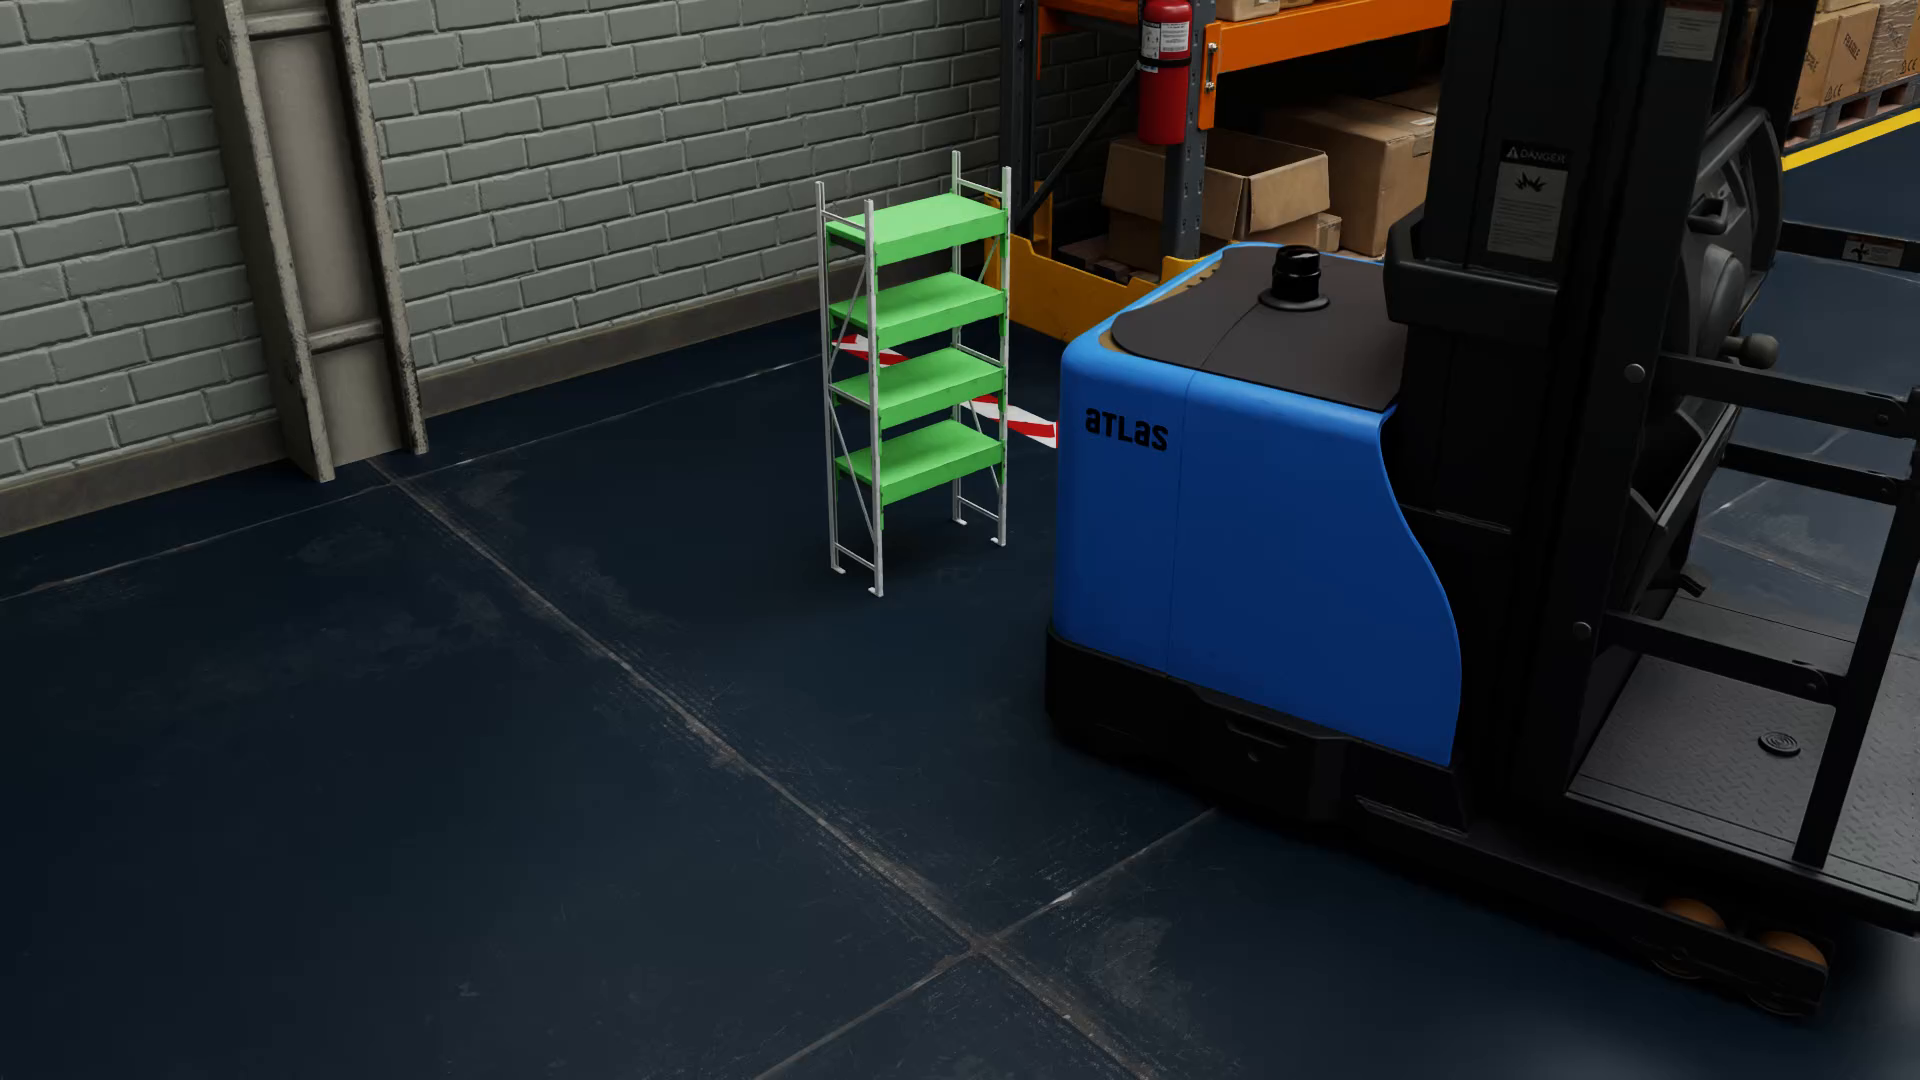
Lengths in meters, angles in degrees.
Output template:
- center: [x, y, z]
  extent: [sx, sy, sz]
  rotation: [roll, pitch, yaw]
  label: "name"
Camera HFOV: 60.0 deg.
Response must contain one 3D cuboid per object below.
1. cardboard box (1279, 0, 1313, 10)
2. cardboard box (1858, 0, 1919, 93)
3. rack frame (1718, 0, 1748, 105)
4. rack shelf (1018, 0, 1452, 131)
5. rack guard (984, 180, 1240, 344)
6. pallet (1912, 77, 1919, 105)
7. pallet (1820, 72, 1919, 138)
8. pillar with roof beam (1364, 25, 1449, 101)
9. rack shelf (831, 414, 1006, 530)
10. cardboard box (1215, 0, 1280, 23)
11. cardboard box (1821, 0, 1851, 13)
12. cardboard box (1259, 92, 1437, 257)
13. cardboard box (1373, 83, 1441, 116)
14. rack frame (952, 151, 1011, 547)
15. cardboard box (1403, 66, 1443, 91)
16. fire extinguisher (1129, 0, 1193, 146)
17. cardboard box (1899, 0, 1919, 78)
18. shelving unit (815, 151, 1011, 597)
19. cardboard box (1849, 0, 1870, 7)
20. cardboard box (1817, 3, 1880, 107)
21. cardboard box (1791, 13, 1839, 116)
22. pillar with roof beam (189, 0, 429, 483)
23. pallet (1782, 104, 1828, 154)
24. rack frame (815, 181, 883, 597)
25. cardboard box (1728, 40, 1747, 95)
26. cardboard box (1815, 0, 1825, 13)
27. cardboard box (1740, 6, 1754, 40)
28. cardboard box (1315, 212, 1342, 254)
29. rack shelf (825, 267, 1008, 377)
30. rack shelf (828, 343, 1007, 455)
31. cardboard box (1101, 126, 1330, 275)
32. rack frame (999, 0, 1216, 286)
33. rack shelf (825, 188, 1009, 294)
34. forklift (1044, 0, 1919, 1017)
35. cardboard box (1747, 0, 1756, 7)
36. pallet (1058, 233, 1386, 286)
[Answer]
- center: [1.118, -2.117, 6.295]
  extent: [0.250, 0.149, 0.380]
  rotation: [-21, 35, -34]
  label: "cardboard box"
- center: [5.264, -2.979, 9.848]
  extent: [0.500, 0.500, 0.500]
  rotation: [-23, 36, -37]
  label: "cardboard box"
- center: [3.570, -3.355, 8.345]
  extent: [0.127, 3.000, 1.000]
  rotation: [-22, 35, -35]
  label: "rack frame"
- center: [2.048, -2.426, 7.370]
  extent: [4.000, 0.370, 1.077]
  rotation: [-22, 35, -35]
  label: "rack shelf"
- center: [0.585, -1.052, 6.688]
  extent: [0.348, 0.500, 1.175]
  rotation: [-22, 35, -35]
  label: "rack guard"
- center: [6.020, -3.134, 10.890]
  extent: [1.213, 0.211, 1.003]
  rotation: [-22, 35, -35]
  label: "pallet"
- center: [5.093, -2.762, 10.195]
  extent: [1.213, 0.211, 1.003]
  rotation: [-22, 35, -35]
  label: "pallet"
- center: [5.249, -4.567, 4.249]
  extent: [0.400, 9.000, 9.100]
  rotation: [-22, 35, -35]
  label: "pillar with roof beam"
- center: [-0.126, -0.211, 5.016]
  extent: [0.480, 0.148, 0.258]
  rotation: [-22, 35, -35]
  label: "rack shelf"
- center: [0.955, -2.022, 6.118]
  extent: [0.250, 0.149, 0.380]
  rotation: [-22, 35, -35]
  label: "cardboard box"
- center: [4.778, -3.085, 9.358]
  extent: [0.250, 0.149, 0.380]
  rotation: [-22, 35, -35]
  label: "cardboard box"
- center: [1.729, -1.614, 7.295]
  extent: [0.500, 0.500, 0.700]
  rotation: [-20, 34, -33]
  label: "cardboard box"
- center: [2.196, -1.740, 7.531]
  extent: [0.500, 0.500, 0.500]
  rotation: [-21, 35, -34]
  label: "cardboard box"
- center: [0.060, -0.553, 5.012]
  extent: [0.015, 1.200, 0.240]
  rotation: [-22, 35, -35]
  label: "rack frame"
- center: [2.519, -1.932, 7.889]
  extent: [0.500, 0.500, 0.700]
  rotation: [-23, 36, -37]
  label: "cardboard box"
- center: [0.715, -1.722, 5.767]
  extent: [0.183, 0.674, 0.296]
  rotation: [-22, 35, -35]
  label: "fire extinguisher"
- center: [5.647, -3.144, 10.158]
  extent: [0.500, 0.500, 0.500]
  rotation: [-20, 34, -33]
  label: "cardboard box"
- center: [-0.126, -0.479, 4.872]
  extent: [0.503, 1.200, 0.258]
  rotation: [-22, 35, -35]
  label: "shelving unit"
- center: [4.968, -3.160, 9.498]
  extent: [0.250, 0.149, 0.380]
  rotation: [-20, 34, -33]
  label: "cardboard box"
- center: [4.865, -2.822, 9.555]
  extent: [0.500, 0.500, 0.500]
  rotation: [-23, 36, -36]
  label: "cardboard box"
- center: [4.482, -2.671, 9.272]
  extent: [0.500, 0.500, 0.500]
  rotation: [-22, 35, -36]
  label: "cardboard box"
- center: [0.685, -2.732, 0.814]
  extent: [0.400, 9.000, 9.100]
  rotation: [-22, 35, -35]
  label: "pillar with roof beam"
- center: [4.164, -2.387, 9.493]
  extent: [1.213, 0.211, 1.003]
  rotation: [-22, 35, -35]
  label: "pallet"
- center: [-0.312, -0.404, 4.733]
  extent: [0.015, 1.200, 0.240]
  rotation: [-22, 35, -35]
  label: "rack frame"
- center: [4.084, -2.505, 8.961]
  extent: [0.500, 0.500, 0.500]
  rotation: [-20, 34, -33]
  label: "cardboard box"
- center: [4.563, -3.022, 9.240]
  extent: [0.250, 0.149, 0.380]
  rotation: [-23, 35, -36]
  label: "cardboard box"
- center: [4.015, -2.738, 8.709]
  extent: [0.250, 0.149, 0.380]
  rotation: [-20, 34, -33]
  label: "cardboard box"
- center: [1.402, -1.328, 7.132]
  extent: [0.250, 0.149, 0.380]
  rotation: [-24, 36, -37]
  label: "cardboard box"
- center: [-0.126, -0.634, 4.789]
  extent: [0.480, 0.148, 0.258]
  rotation: [-22, 35, -35]
  label: "rack shelf"
- center: [-0.126, -0.422, 4.903]
  extent: [0.480, 0.148, 0.258]
  rotation: [-22, 35, -35]
  label: "rack shelf"
- center: [1.054, -1.368, 6.831]
  extent: [0.637, 0.503, 0.797]
  rotation: [-24, 36, -37]
  label: "cardboard box"
- center: [0.527, -2.131, 6.055]
  extent: [0.127, 3.000, 1.000]
  rotation: [-22, 35, -35]
  label: "rack frame"
- center: [-0.126, -0.846, 4.676]
  extent: [0.480, 0.148, 0.258]
  rotation: [-22, 35, -35]
  label: "rack shelf"
- center: [1.731, -0.603, 3.268]
  extent: [3.031, 2.935, 1.130]
  rotation: [17, 33, 29]
  label: "forklift"
- center: [3.976, -2.891, 8.680]
  extent: [0.250, 0.149, 0.380]
  rotation: [-23, 35, -36]
  label: "cardboard box"
- center: [1.190, -1.169, 7.213]
  extent: [1.213, 0.211, 1.003]
  rotation: [-22, 35, -35]
  label: "pallet"
